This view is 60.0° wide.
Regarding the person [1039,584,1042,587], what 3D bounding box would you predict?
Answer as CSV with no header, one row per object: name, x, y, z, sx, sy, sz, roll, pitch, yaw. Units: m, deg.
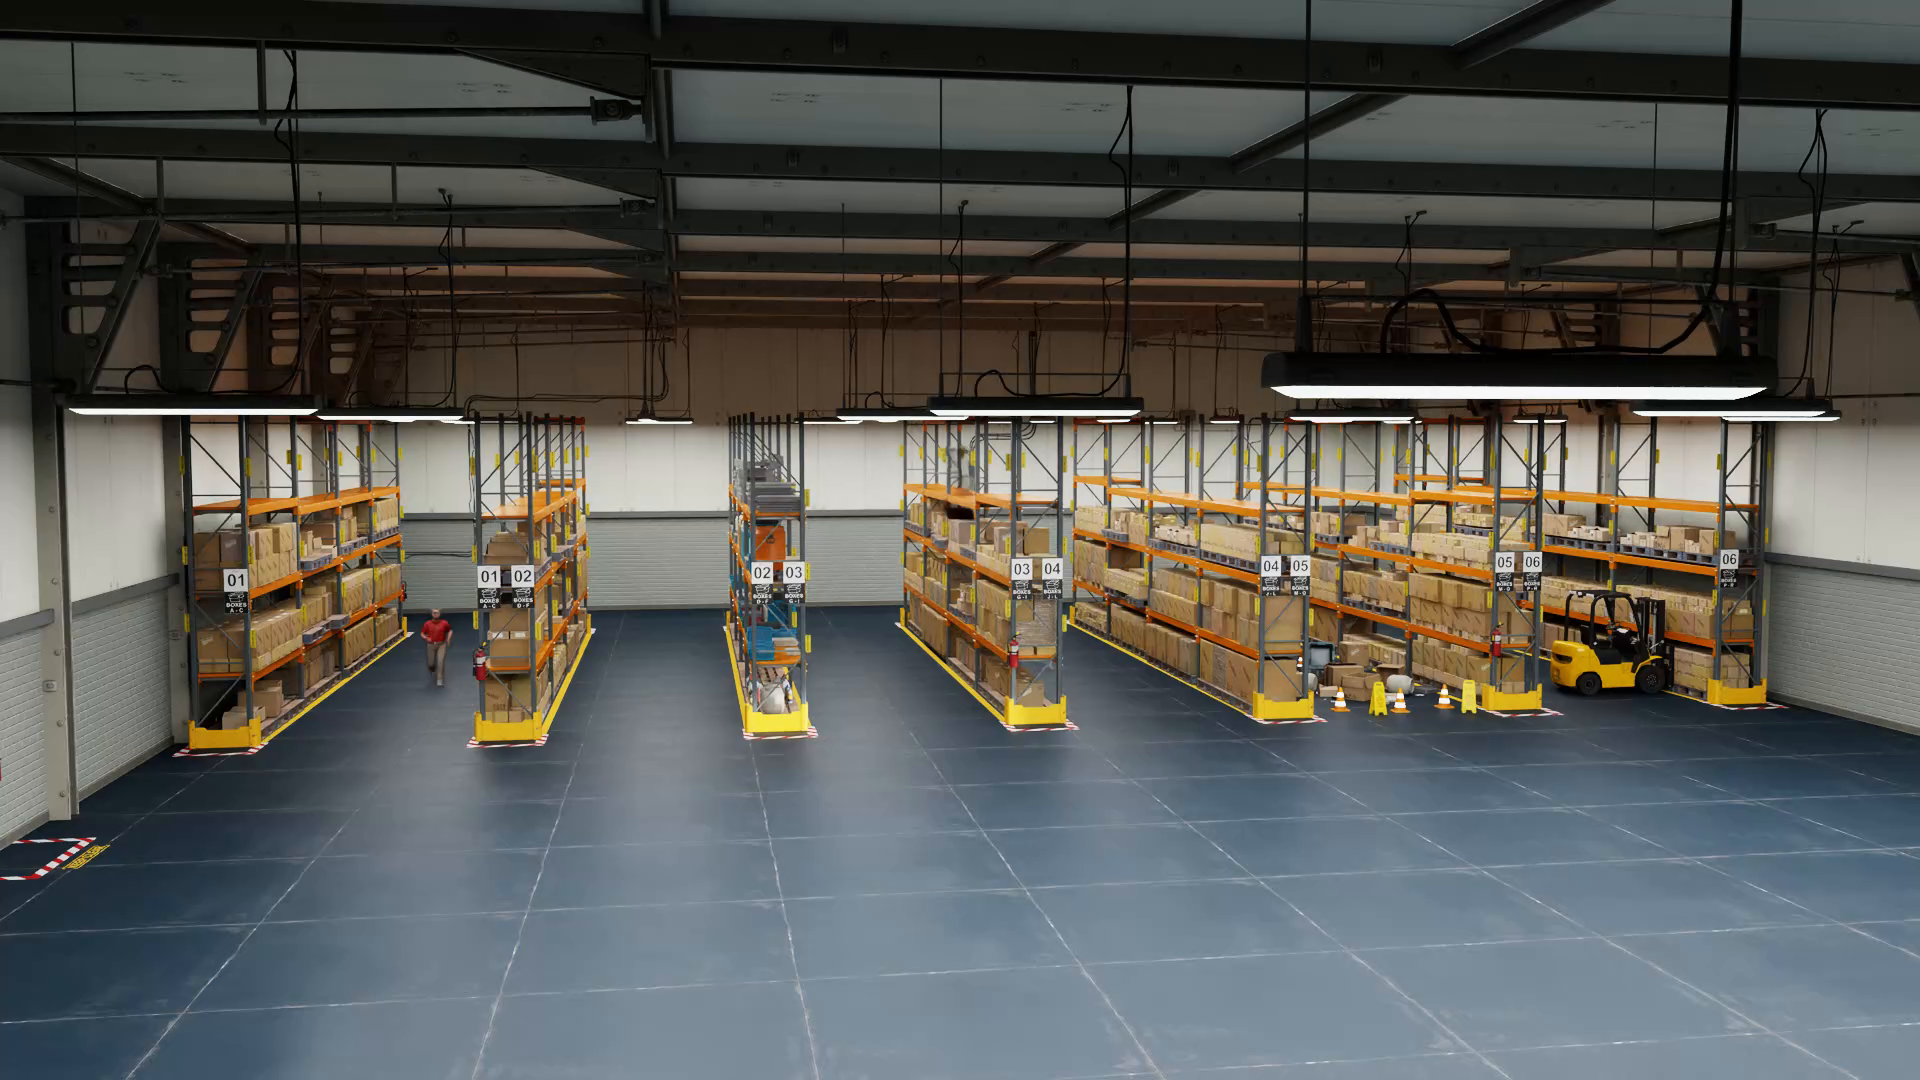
person,2.132,1.948,42.875,0.723,1.743,0.644,-1,4,-15

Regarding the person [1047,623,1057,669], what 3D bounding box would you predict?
person,2.099,2.215,39.609,0.629,1.680,0.677,-1,4,-17

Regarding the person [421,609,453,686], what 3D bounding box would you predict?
person,-11.608,2.368,36.914,0.674,1.681,0.782,-1,4,-17
